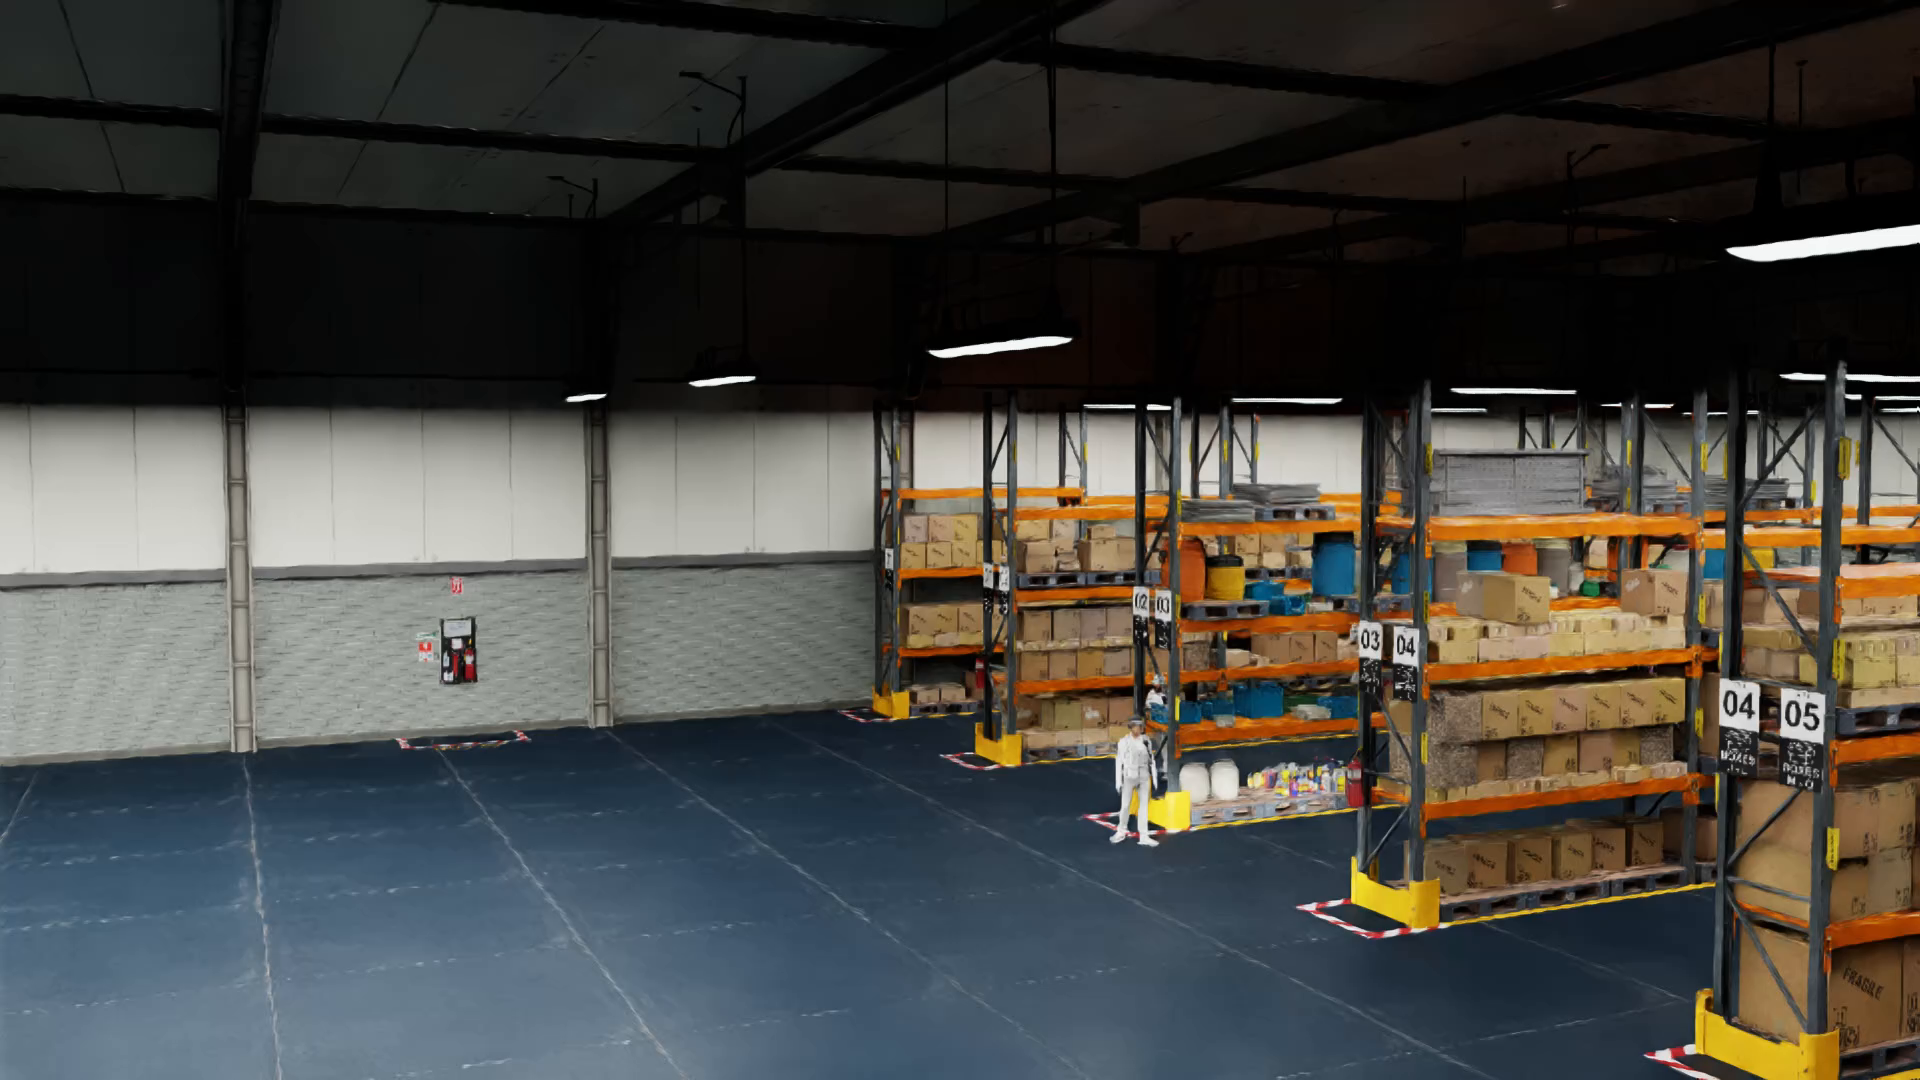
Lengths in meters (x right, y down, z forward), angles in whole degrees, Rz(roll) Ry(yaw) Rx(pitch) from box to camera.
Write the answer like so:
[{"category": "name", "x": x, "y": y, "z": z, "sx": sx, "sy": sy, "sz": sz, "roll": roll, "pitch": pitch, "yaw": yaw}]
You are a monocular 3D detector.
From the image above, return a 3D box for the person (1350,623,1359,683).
[{"category": "person", "x": 8.232, "y": 2.304, "z": 34.255, "sx": 1.192, "sy": 1.698, "sz": 0.601, "roll": -2, "pitch": 4, "yaw": -26}]

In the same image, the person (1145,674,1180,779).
[{"category": "person", "x": 3.188, "y": 2.857, "z": 25.795, "sx": 0.796, "sy": 1.598, "sz": 0.655, "roll": -3, "pitch": 5, "yaw": -44}]

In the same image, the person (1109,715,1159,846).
[{"category": "person", "x": 2.238, "y": 3.079, "z": 21.438, "sx": 0.605, "sy": 1.677, "sz": 0.453, "roll": -1, "pitch": 3, "yaw": -12}]
